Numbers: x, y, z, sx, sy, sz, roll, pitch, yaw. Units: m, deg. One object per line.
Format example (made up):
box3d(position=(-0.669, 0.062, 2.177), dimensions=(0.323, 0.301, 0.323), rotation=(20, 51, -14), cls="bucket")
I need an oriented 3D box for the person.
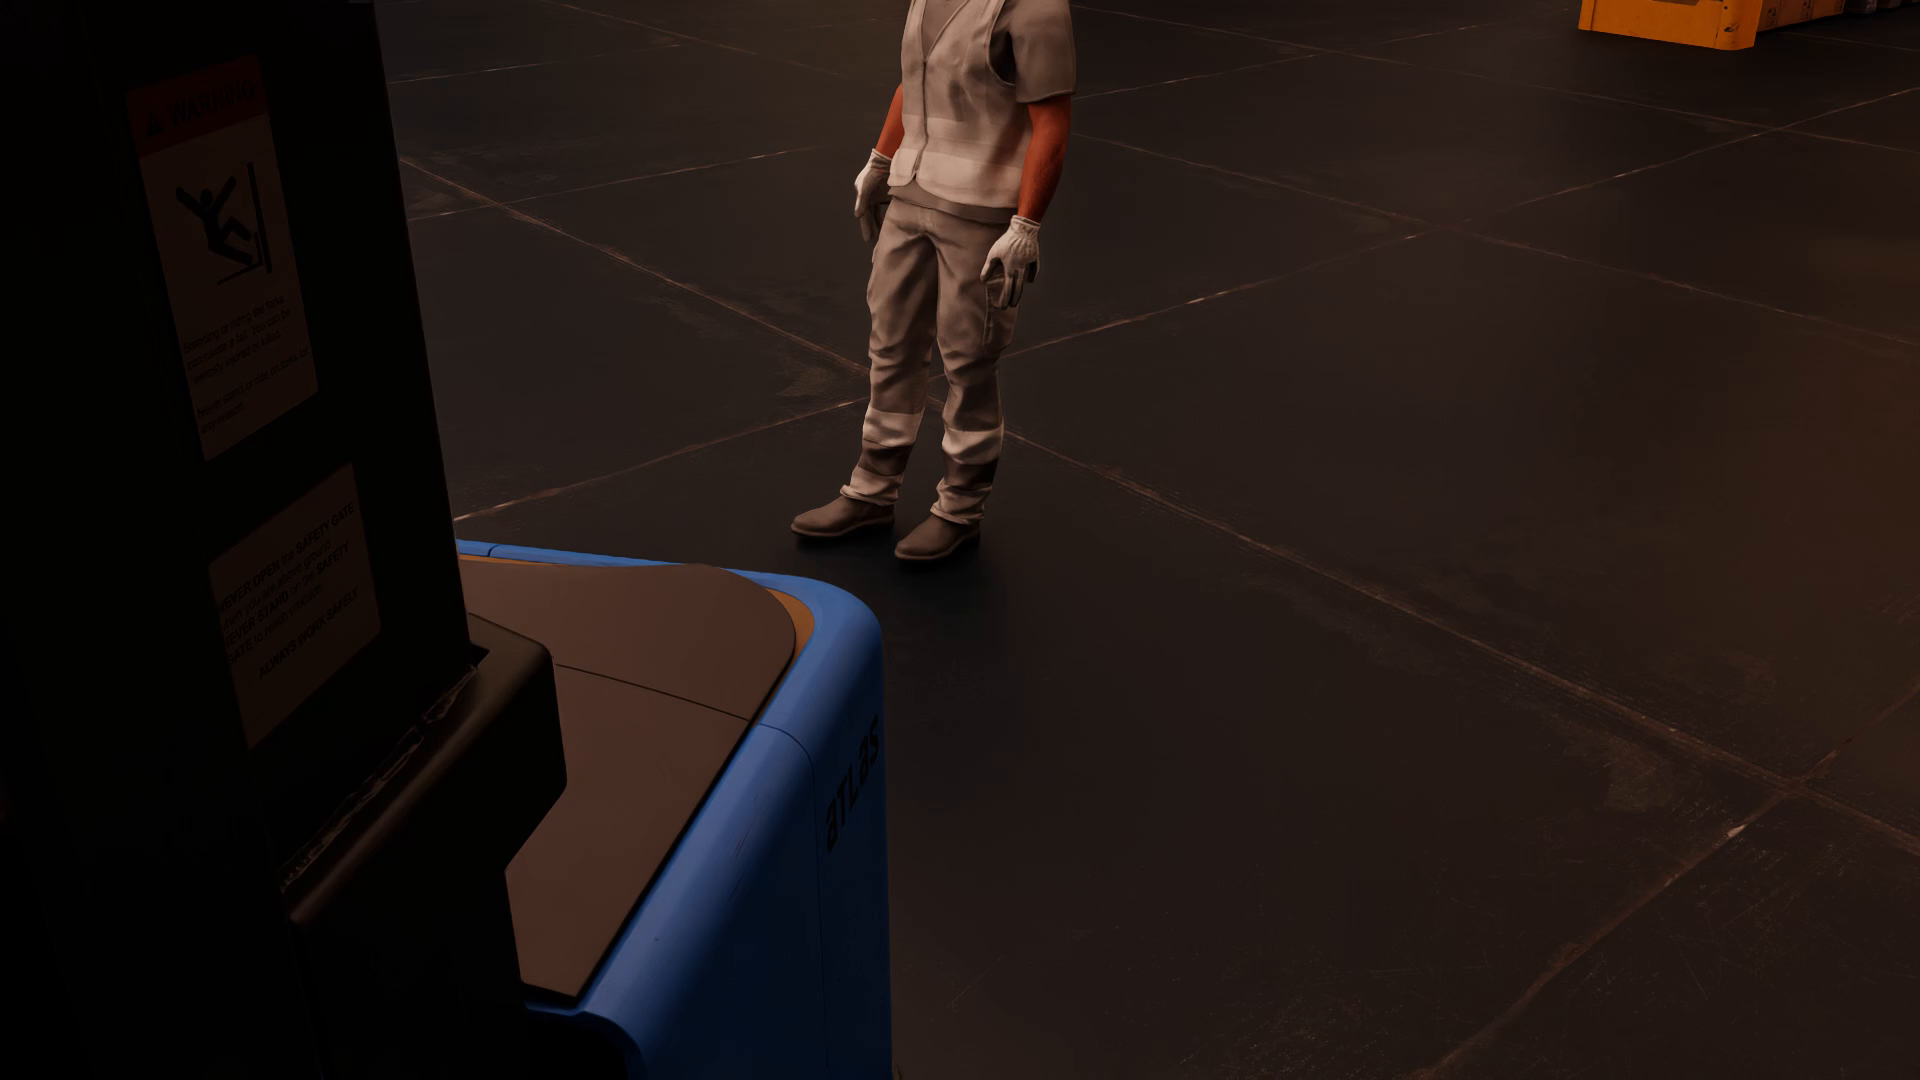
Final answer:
box3d(position=(-0.069, -0.790, 4.063), dimensions=(0.564, 1.787, 0.637), rotation=(-20, 33, -35), cls="person")
